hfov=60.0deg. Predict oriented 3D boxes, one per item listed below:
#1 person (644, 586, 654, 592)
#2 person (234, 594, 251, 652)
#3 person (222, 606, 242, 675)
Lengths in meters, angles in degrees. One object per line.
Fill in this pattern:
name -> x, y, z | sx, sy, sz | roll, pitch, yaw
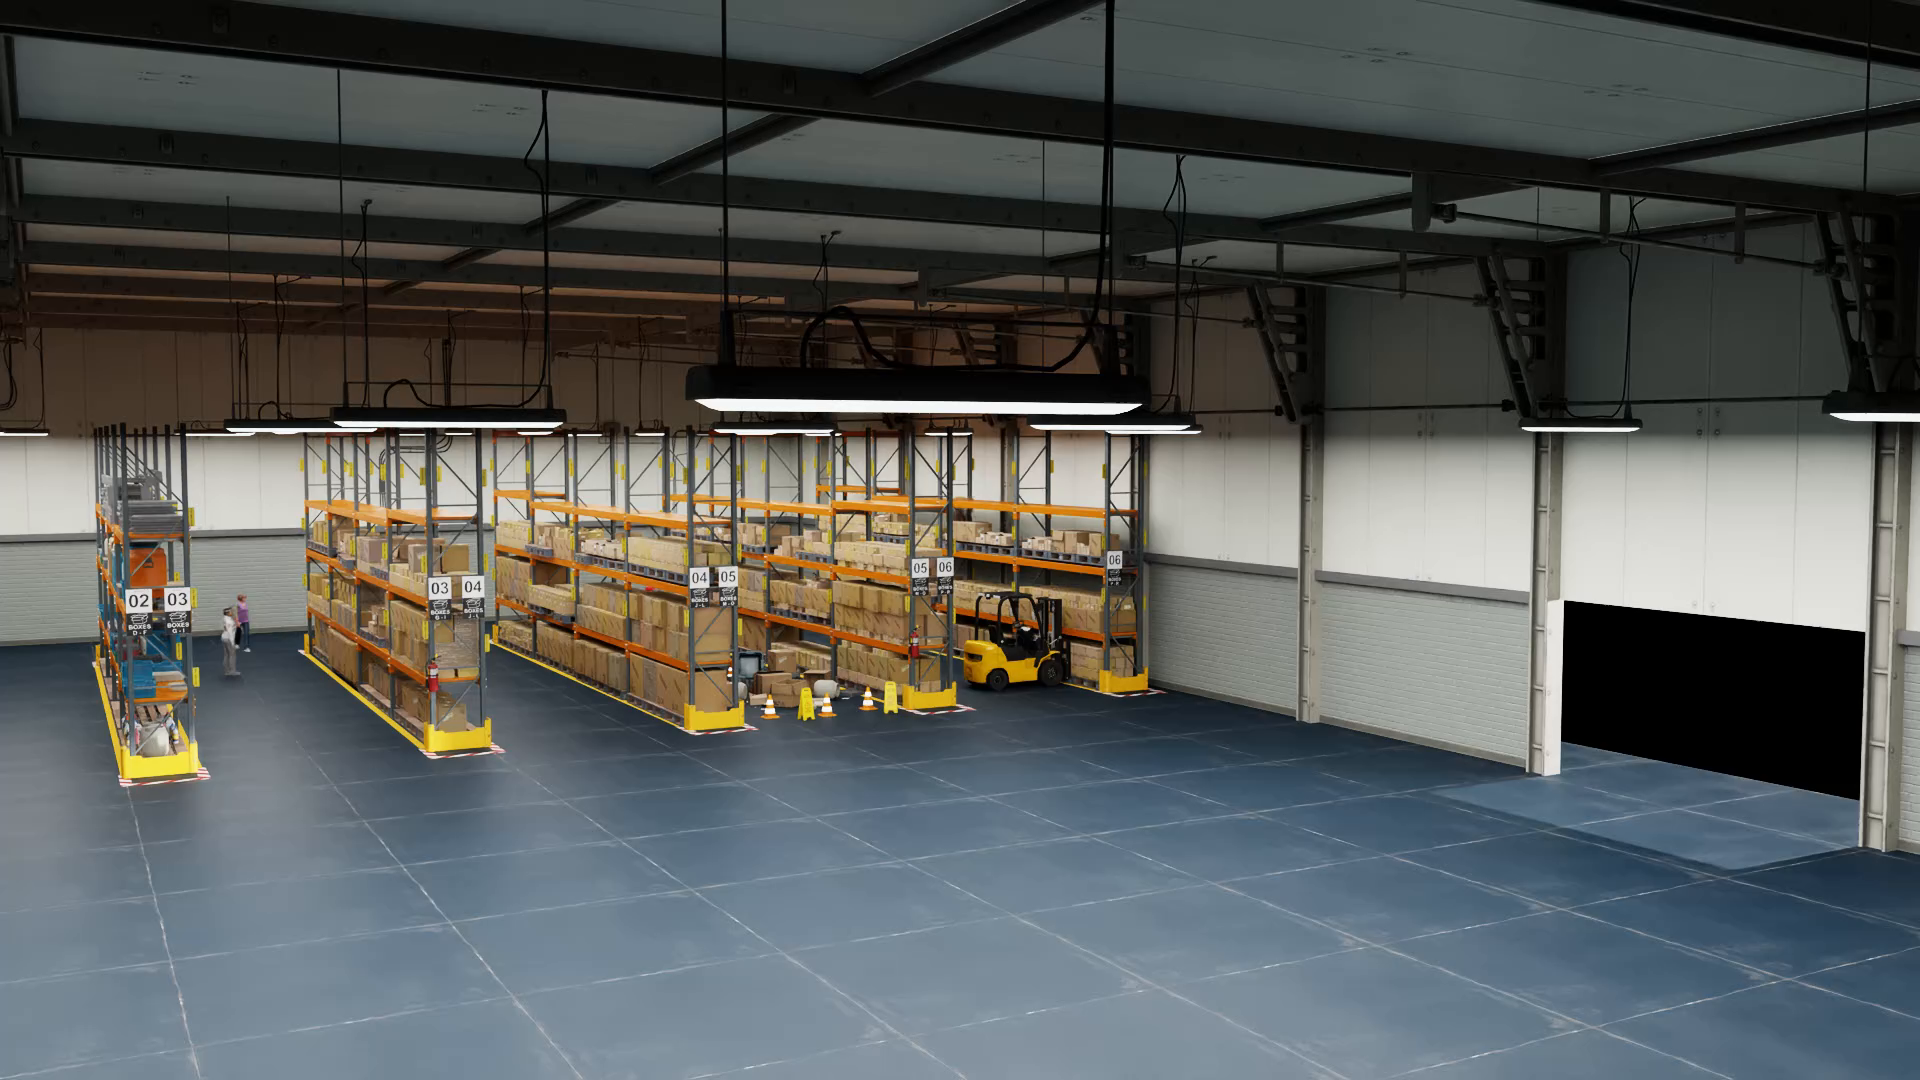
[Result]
person -> -8.388, 2.103, 44.876 | 0.607, 1.793, 0.412 | 2, 4, 30
person -> -19.366, 2.219, 44.817 | 0.395, 1.553, 0.901 | -2, 4, -36
person -> -17.630, 2.433, 40.235 | 0.401, 1.683, 0.539 | -3, 5, -41
